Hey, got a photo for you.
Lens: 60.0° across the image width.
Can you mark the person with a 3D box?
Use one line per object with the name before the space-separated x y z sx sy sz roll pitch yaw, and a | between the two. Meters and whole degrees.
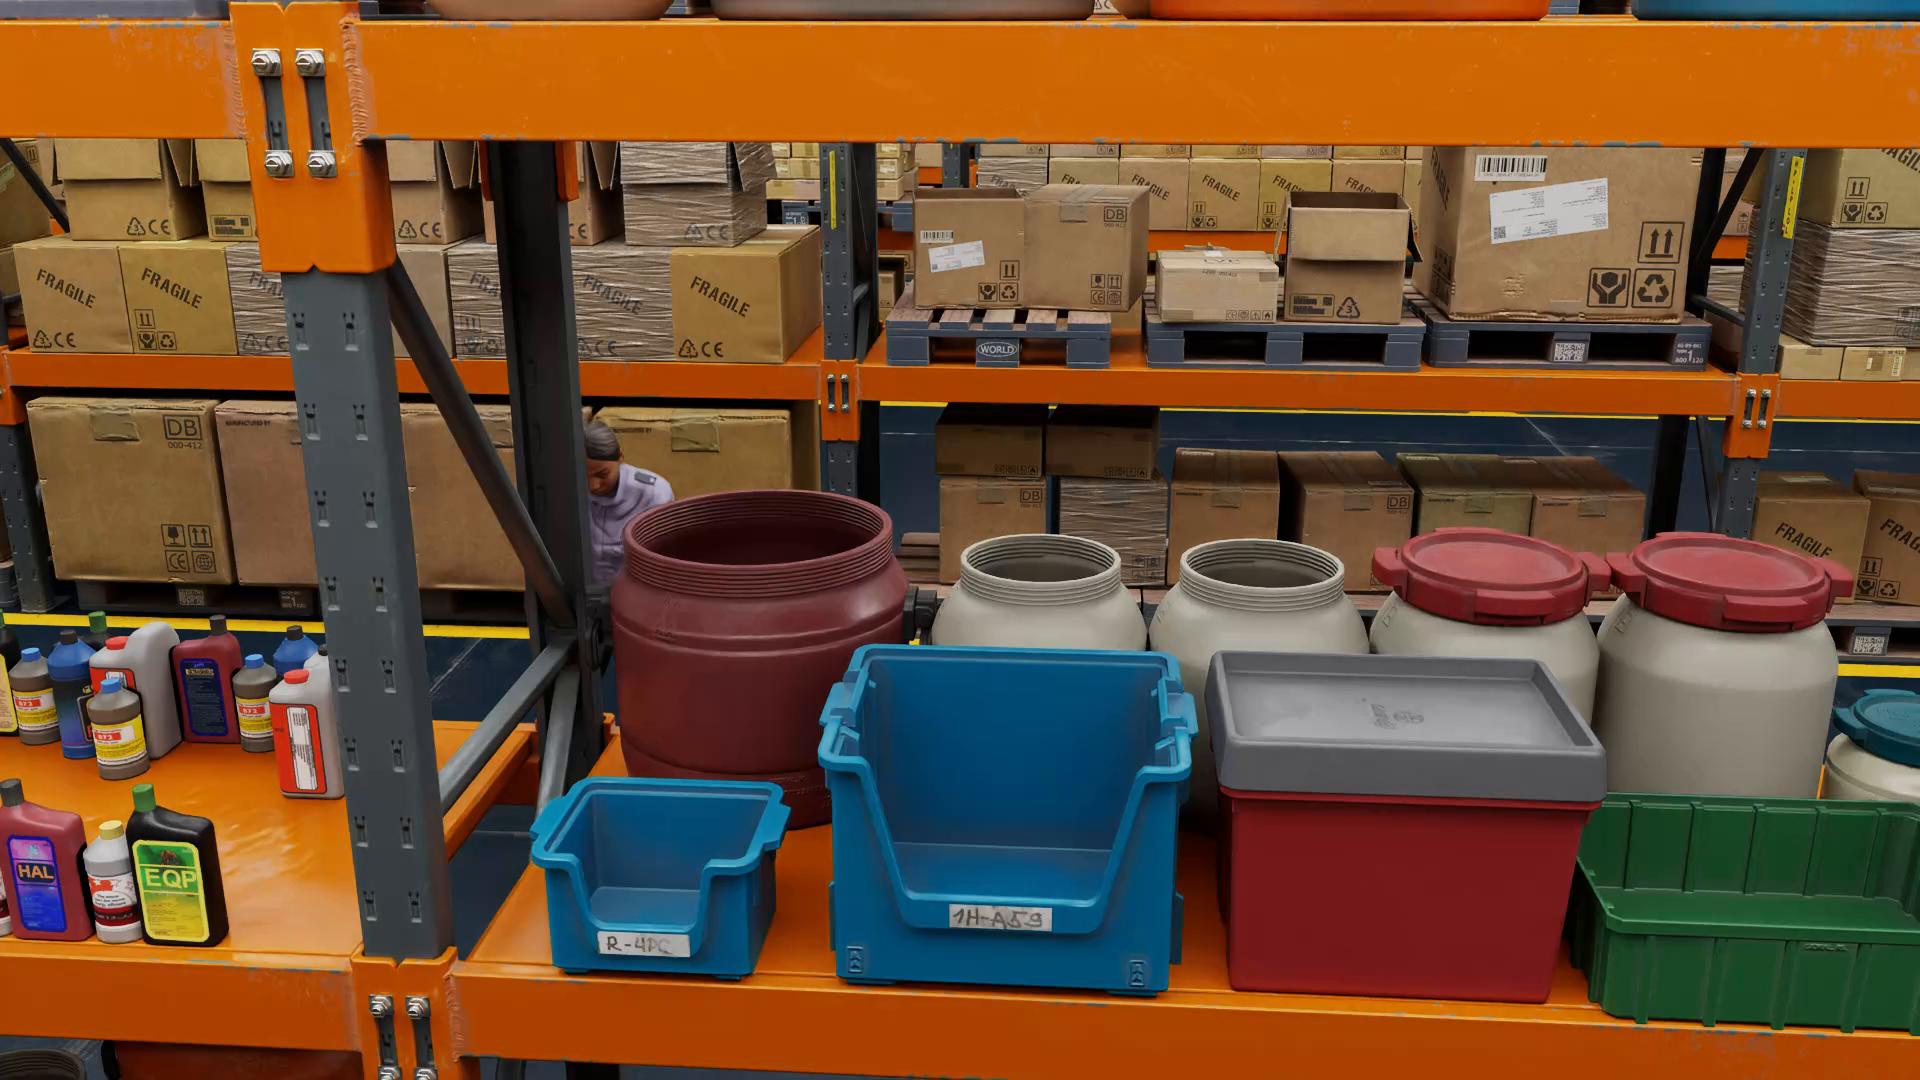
person | -1.189 0.308 5.797 0.515 1.546 0.485 2 18 5
